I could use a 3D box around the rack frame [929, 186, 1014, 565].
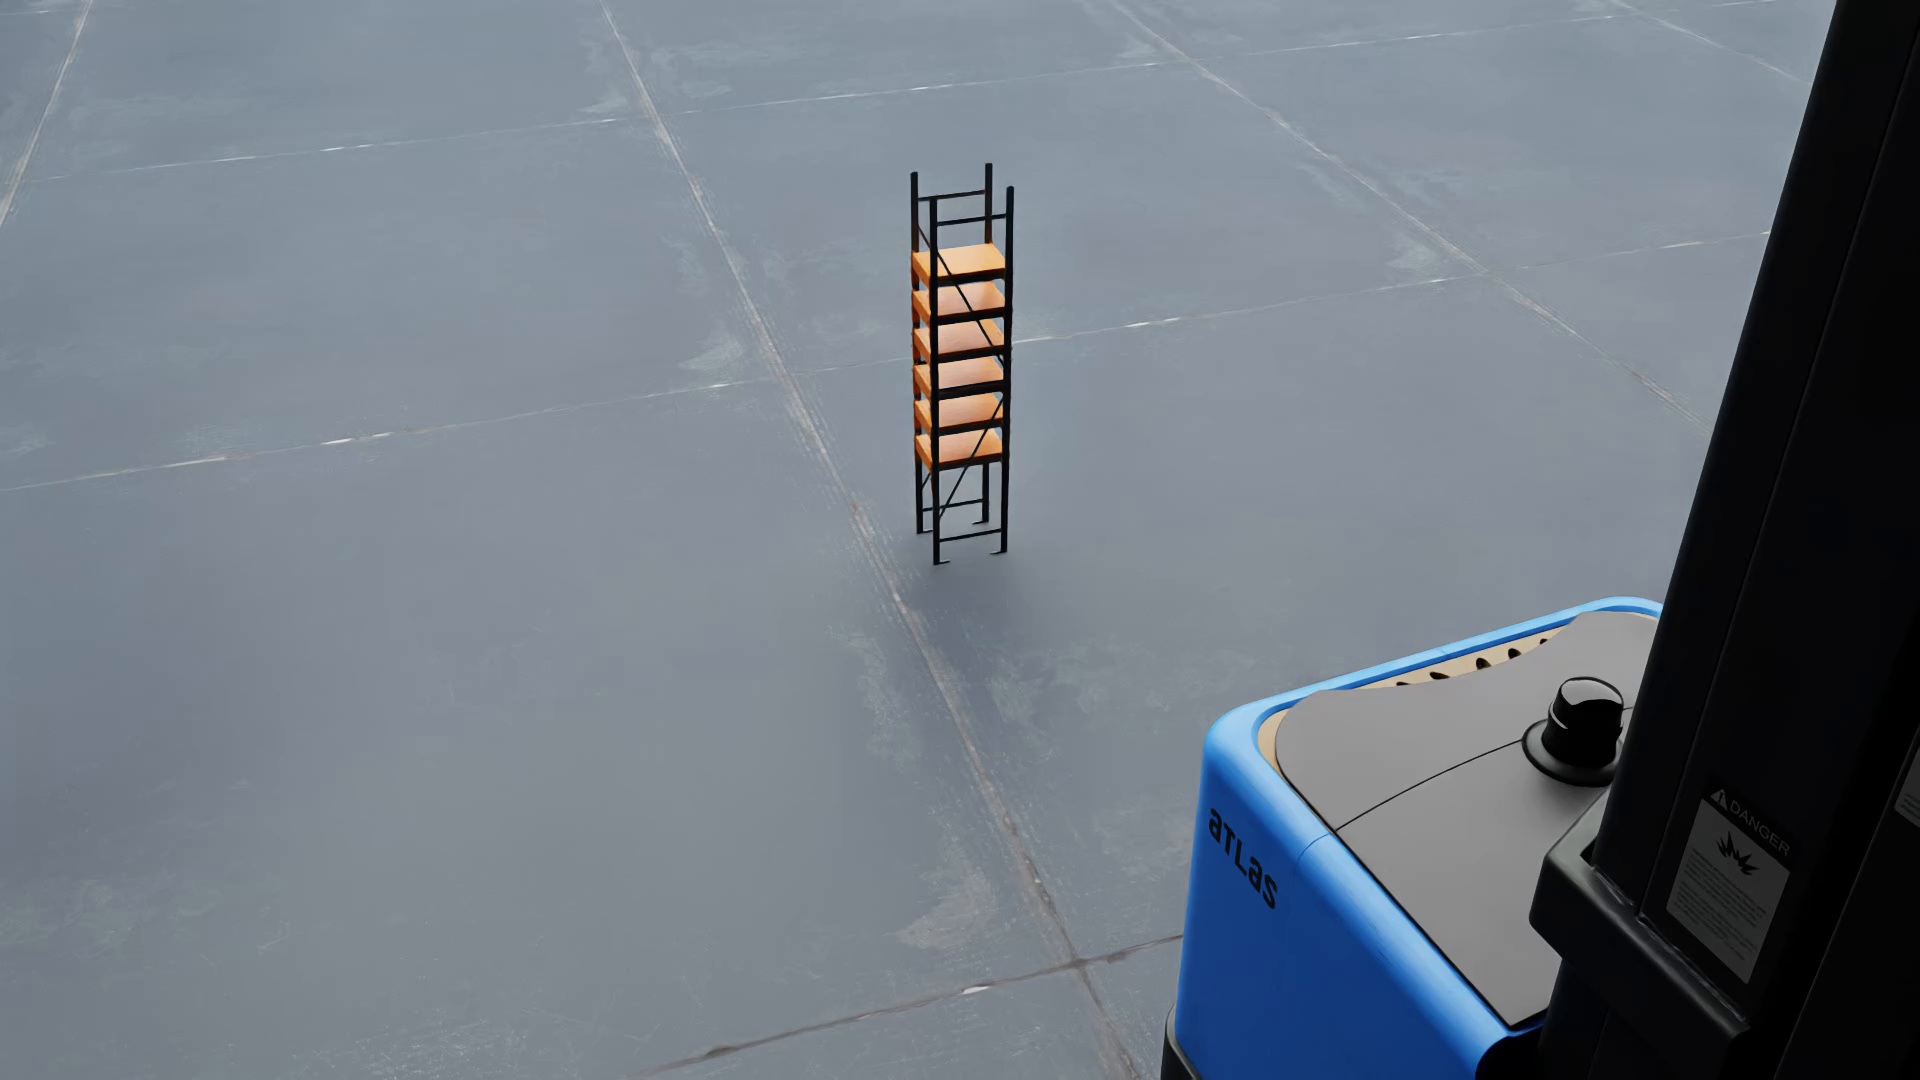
[{"bbox_3d":[0.032,-0.445,4.835,0.240,1.200,0.006,-10,35,-15],"label":"rack frame"}]

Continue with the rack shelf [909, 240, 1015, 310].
[{"bbox_3d":[0.004,-0.756,4.734,0.258,0.103,0.180,-10,35,-15],"label":"rack shelf"}]

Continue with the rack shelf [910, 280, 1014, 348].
[{"bbox_3d":[0.004,-0.656,4.800,0.258,0.103,0.180,-10,35,-15],"label":"rack shelf"}]

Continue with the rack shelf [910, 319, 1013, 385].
[{"bbox_3d":[0.004,-0.556,4.866,0.258,0.103,0.180,-10,35,-15],"label":"rack shelf"}]

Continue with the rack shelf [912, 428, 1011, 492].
[{"bbox_3d":[0.004,-0.256,5.065,0.258,0.103,0.180,-10,35,-15],"label":"rack shelf"}]

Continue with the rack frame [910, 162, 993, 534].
[{"bbox_3d":[-0.023,-0.541,4.980,0.240,1.200,0.006,-10,35,-15],"label":"rack frame"}]

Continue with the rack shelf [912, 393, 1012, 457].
[{"bbox_3d":[0.004,-0.356,4.998,0.258,0.103,0.180,-10,35,-15],"label":"rack shelf"}]

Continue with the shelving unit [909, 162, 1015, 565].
[{"bbox_3d":[0.004,-0.493,4.908,0.258,1.200,0.189,-10,35,-15],"label":"shelving unit"}]

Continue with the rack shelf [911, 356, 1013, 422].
[{"bbox_3d":[0.004,-0.456,4.932,0.258,0.103,0.180,-10,35,-15],"label":"rack shelf"}]

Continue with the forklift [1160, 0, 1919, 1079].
[{"bbox_3d":[1.455,0.611,1.667,1.130,2.935,3.031,-14,36,-20],"label":"forklift"}]
